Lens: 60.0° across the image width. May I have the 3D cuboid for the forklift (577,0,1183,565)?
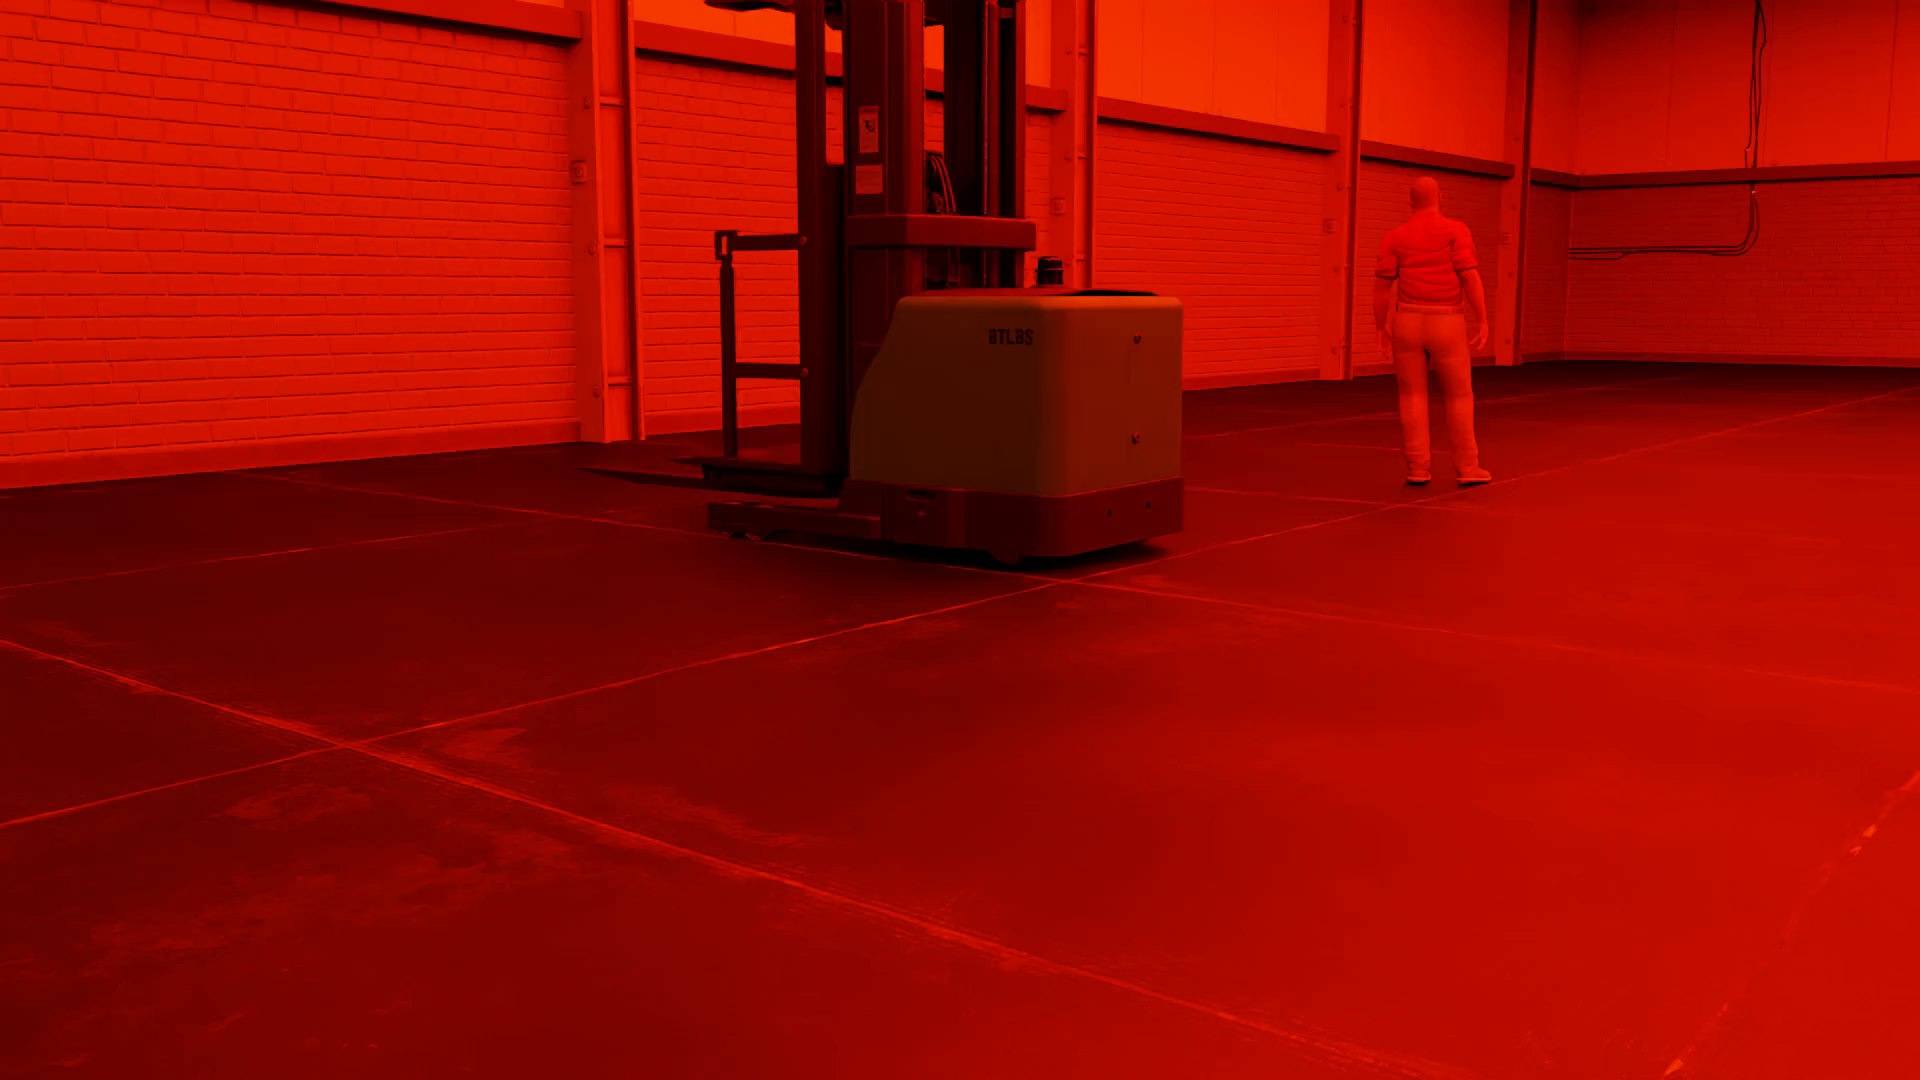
[{"bbox_3d":[-0.518,-1.498,7.519,3.031,2.935,1.130,6,10,37],"label":"forklift"}]

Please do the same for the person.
[{"bbox_3d":[2.713,-1.190,9.519,0.640,1.727,0.551,5,9,28],"label":"person"}]
